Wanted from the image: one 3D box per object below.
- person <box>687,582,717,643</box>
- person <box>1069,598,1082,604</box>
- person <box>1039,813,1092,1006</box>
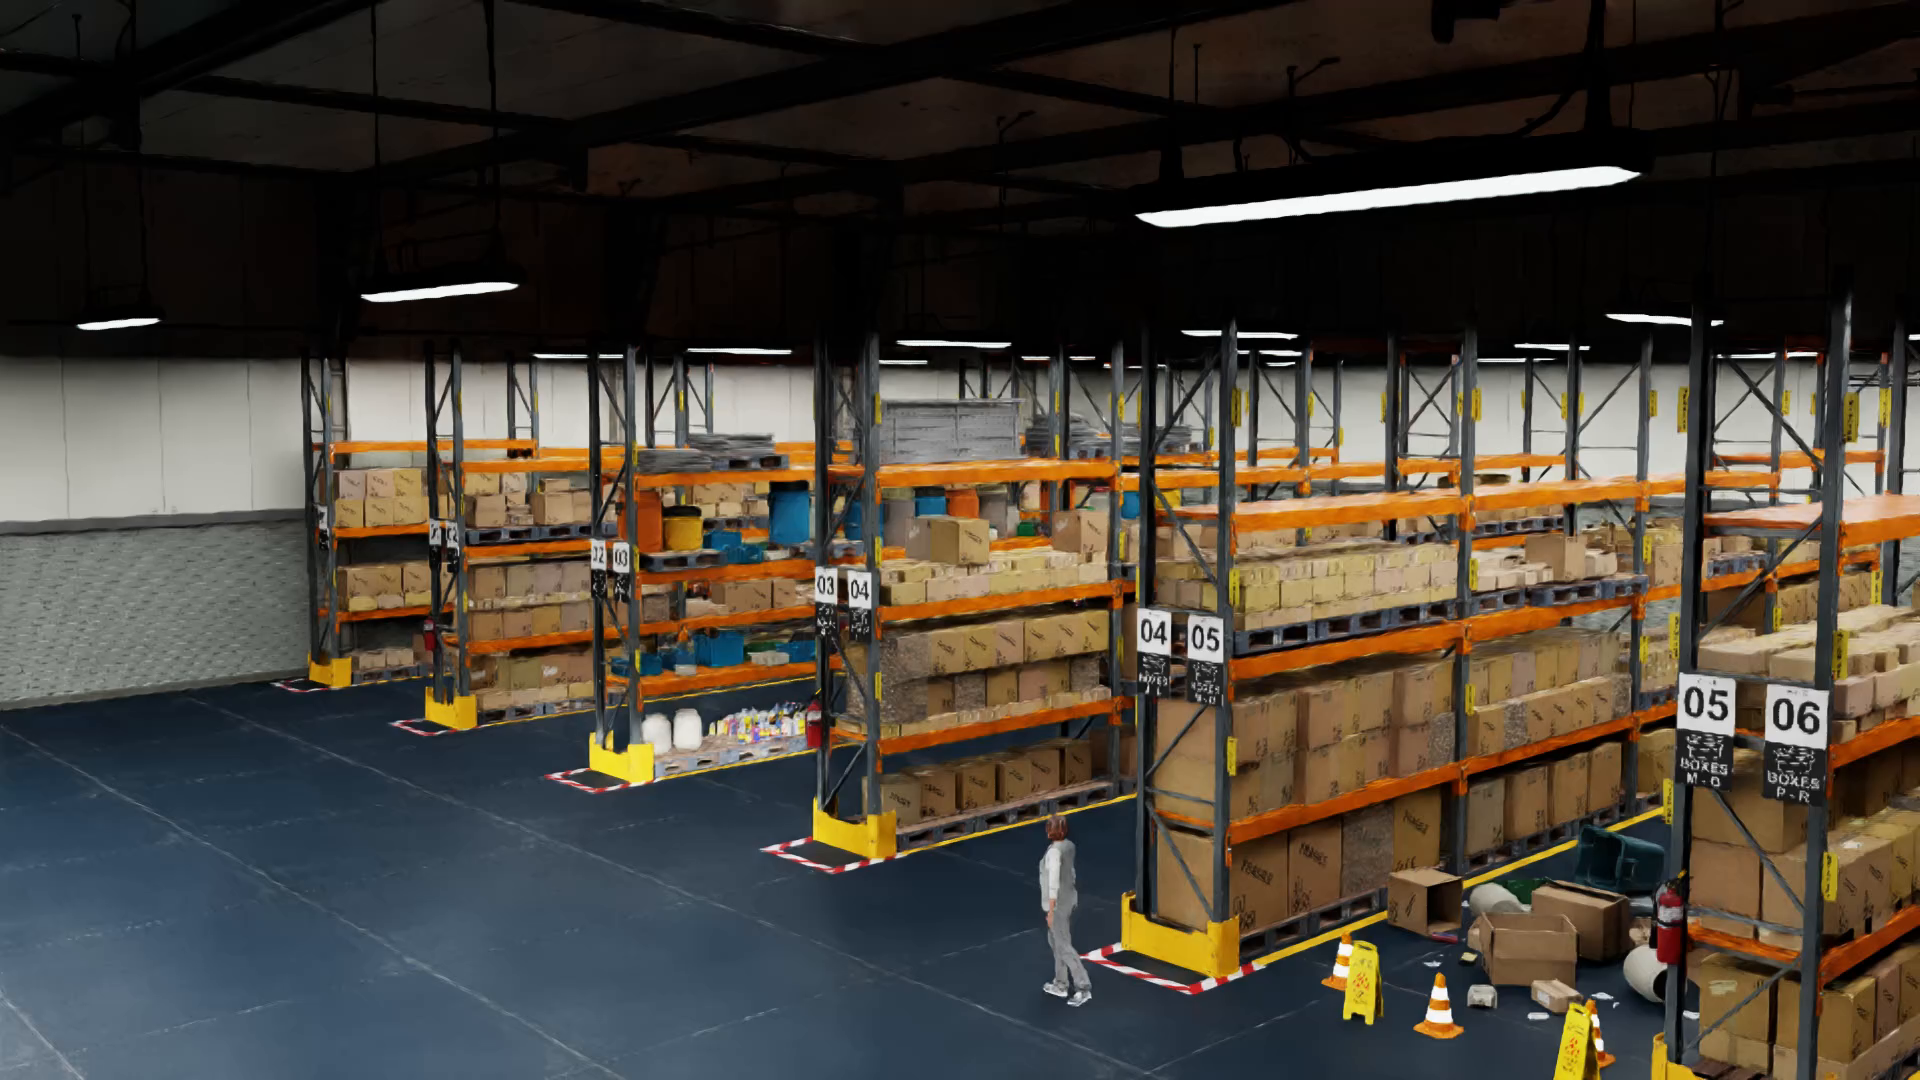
[{"bbox_3d":[-4.822,1.596,31.118,1.119,1.649,0.543,-5,7,-45],"label":"person"},{"bbox_3d":[2.081,1.553,30.882,0.647,1.768,0.587,-2,5,-23],"label":"person"},{"bbox_3d":[0.911,3.135,14.185,0.485,1.590,0.515,2,5,22],"label":"person"}]
